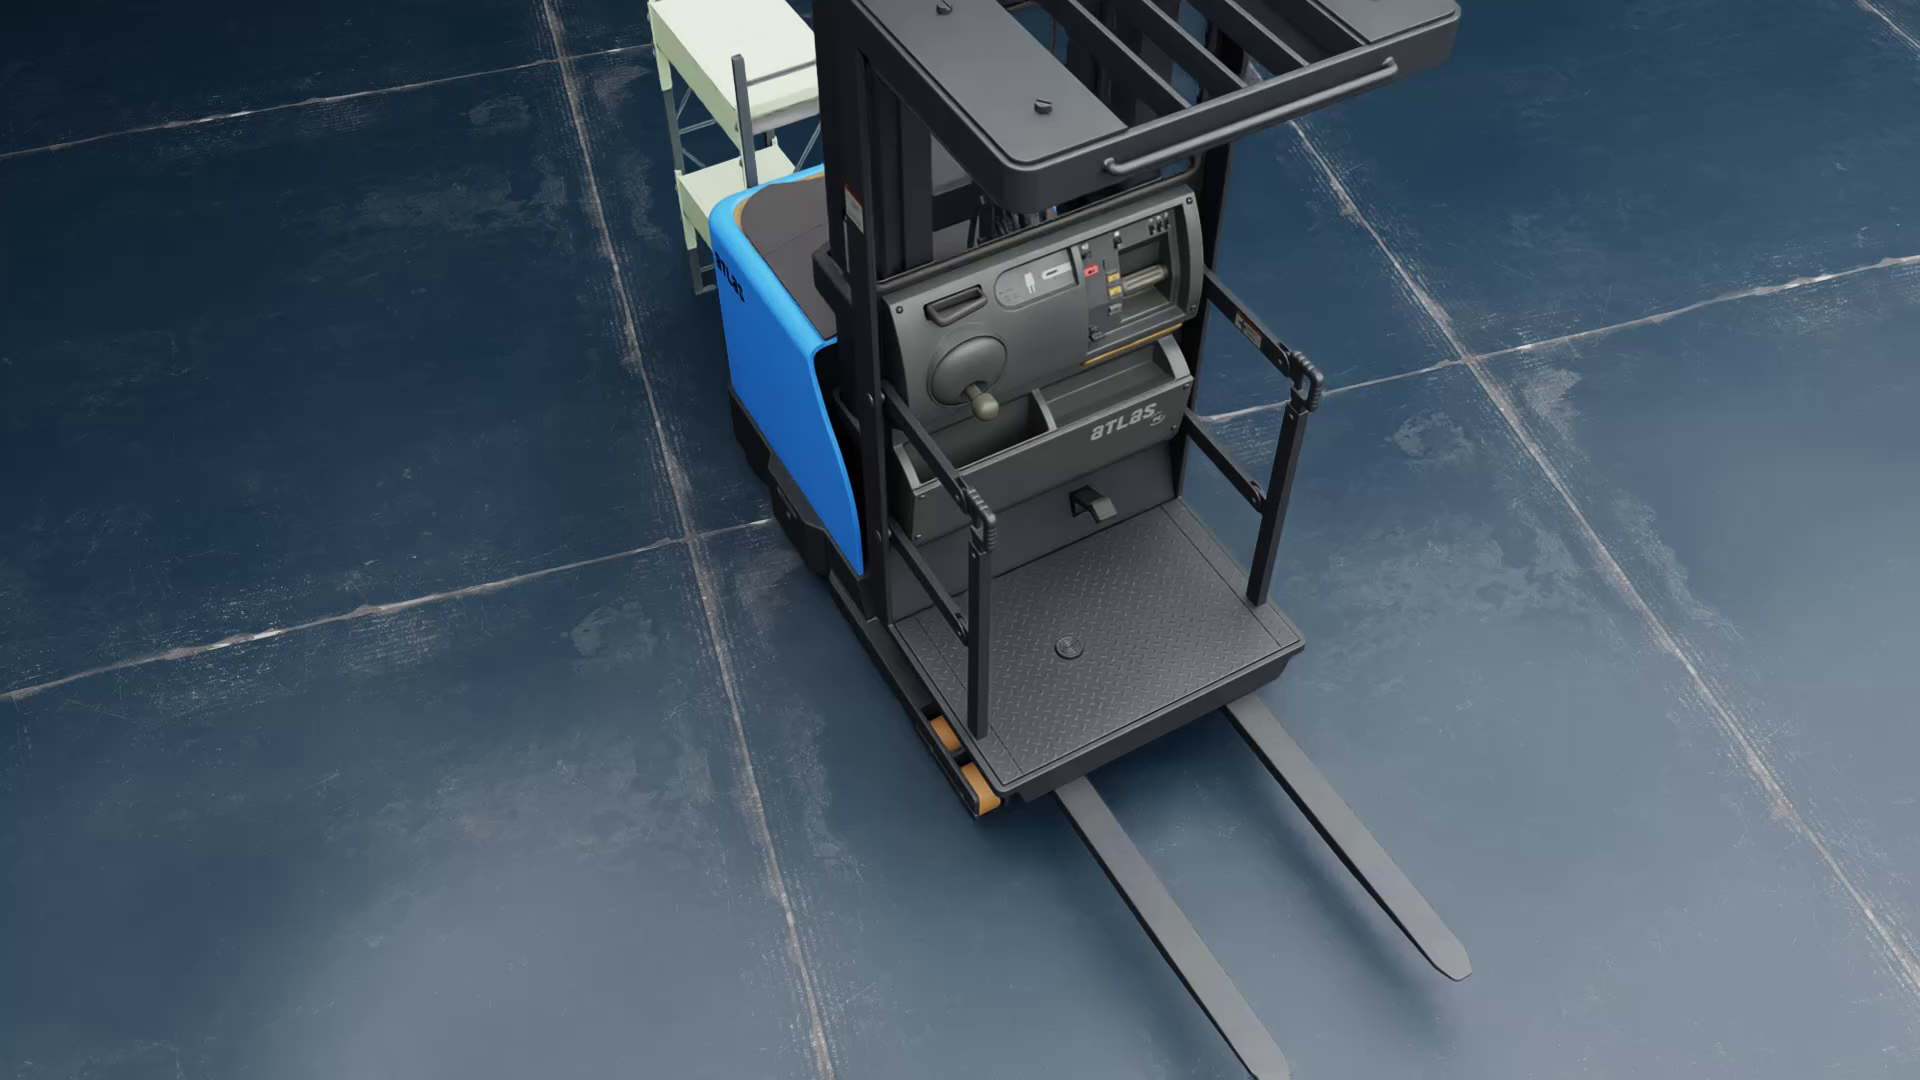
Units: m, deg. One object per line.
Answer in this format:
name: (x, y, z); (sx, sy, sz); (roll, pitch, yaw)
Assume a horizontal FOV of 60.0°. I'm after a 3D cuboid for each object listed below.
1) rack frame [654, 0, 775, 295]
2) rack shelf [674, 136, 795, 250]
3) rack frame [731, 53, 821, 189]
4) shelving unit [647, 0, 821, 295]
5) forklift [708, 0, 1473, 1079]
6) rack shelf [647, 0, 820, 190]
rack frame: (-0.873, -1.531, 6.060); (0.400, 1.500, 0.023); (-23, 54, -18)
rack shelf: (-0.693, -1.078, 6.104); (0.431, 0.370, 0.720); (-23, 54, -18)
rack frame: (-0.513, -1.044, 5.649); (0.400, 1.500, 0.023); (-23, 54, -18)
shelving unit: (-0.693, -1.288, 5.855); (0.431, 1.500, 0.755); (-23, 54, -18)
forklift: (0.350, -0.520, 4.272); (1.130, 2.935, 3.031); (-23, 54, -18)
rack shelf: (-0.693, -1.539, 5.556); (0.431, 0.370, 0.720); (-23, 54, -18)
